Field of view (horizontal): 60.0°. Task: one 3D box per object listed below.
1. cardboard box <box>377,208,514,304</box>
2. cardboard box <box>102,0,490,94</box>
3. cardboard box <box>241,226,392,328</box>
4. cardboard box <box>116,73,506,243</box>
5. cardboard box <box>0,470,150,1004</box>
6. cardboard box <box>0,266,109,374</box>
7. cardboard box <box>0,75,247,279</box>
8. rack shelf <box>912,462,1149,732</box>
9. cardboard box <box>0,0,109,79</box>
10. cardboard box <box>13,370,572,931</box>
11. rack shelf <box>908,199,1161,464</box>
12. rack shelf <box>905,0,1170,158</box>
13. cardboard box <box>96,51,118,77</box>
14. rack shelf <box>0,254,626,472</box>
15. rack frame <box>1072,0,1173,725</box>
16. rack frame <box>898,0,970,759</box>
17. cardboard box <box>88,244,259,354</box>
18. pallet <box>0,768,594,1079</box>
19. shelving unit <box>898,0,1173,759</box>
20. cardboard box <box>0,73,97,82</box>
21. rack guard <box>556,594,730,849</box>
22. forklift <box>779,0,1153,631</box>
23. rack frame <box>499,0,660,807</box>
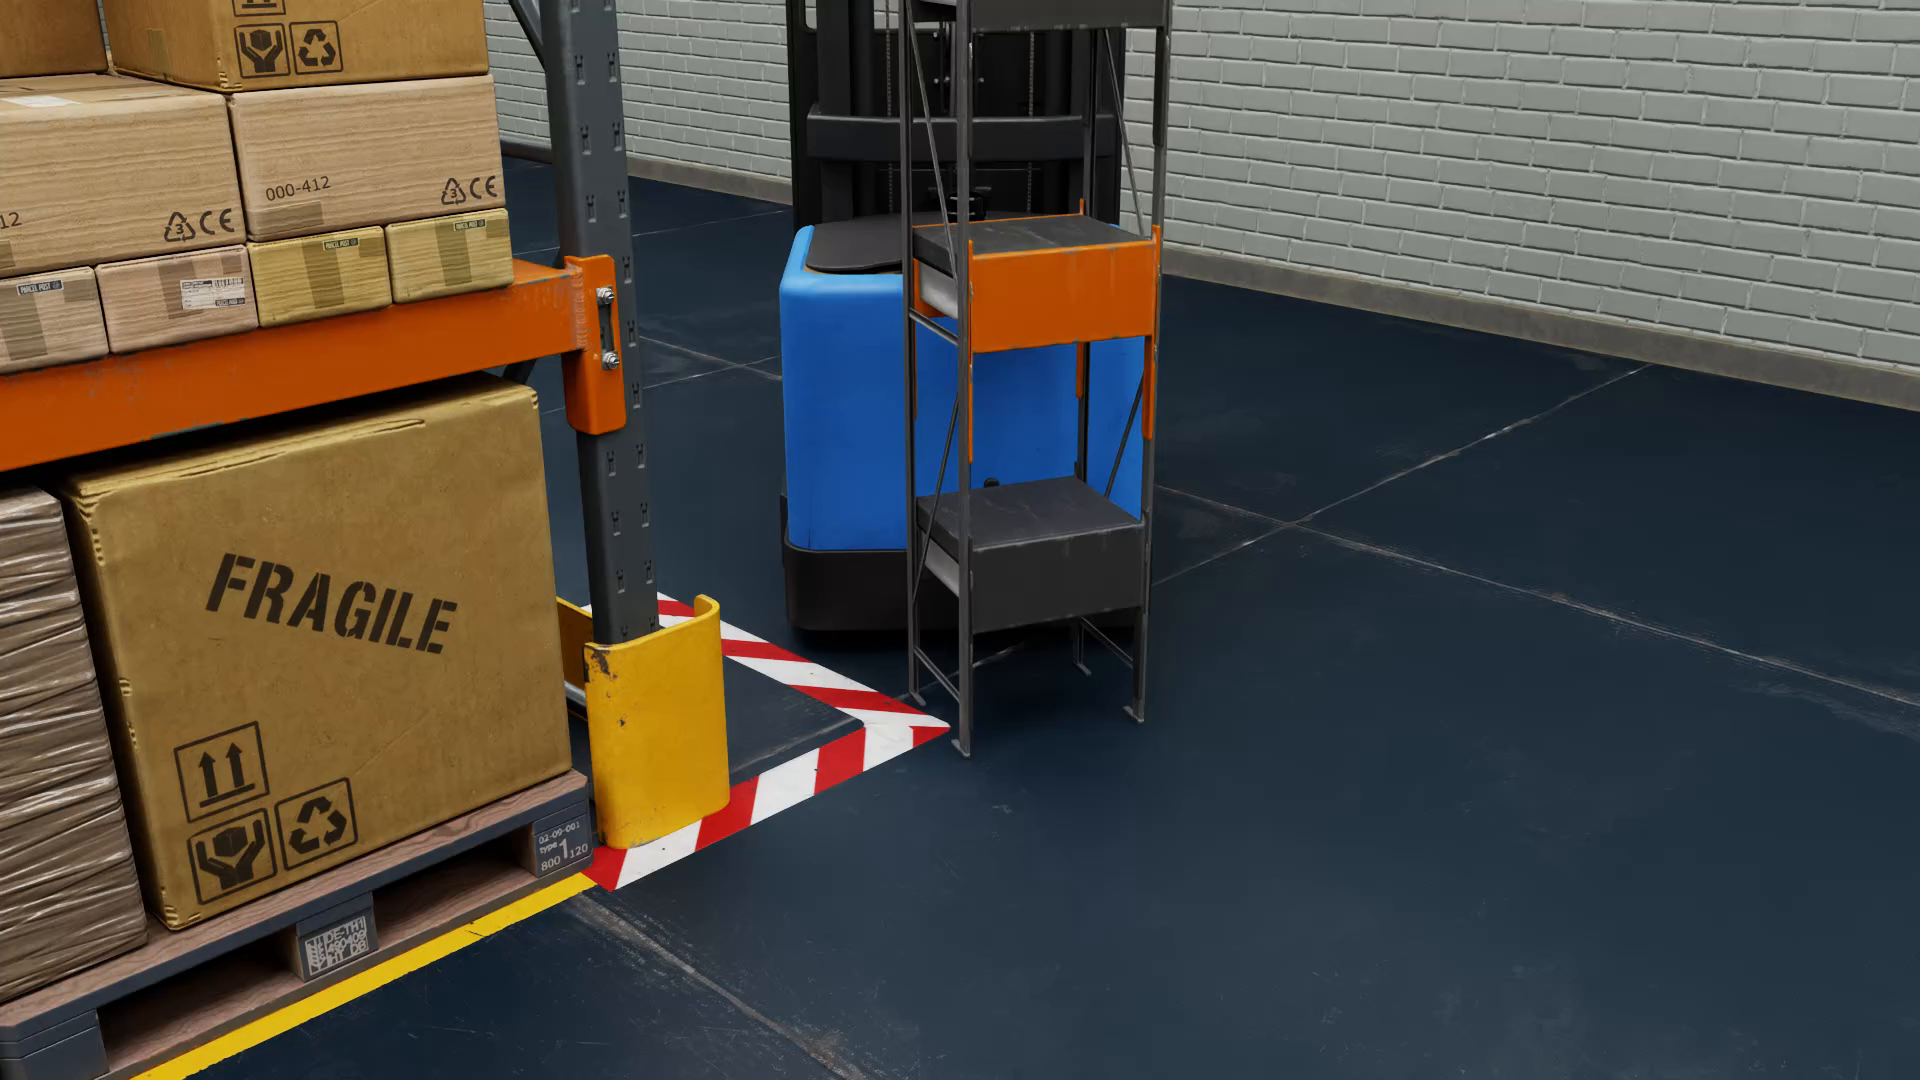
[{"bbox_3d":[-1.088,-0.585,3.265,0.250,0.149,0.380,-20,28,-41],"label":"cardboard box"},{"bbox_3d":[-1.227,-1.104,3.014,0.500,0.500,0.500,20,29,41],"label":"cardboard box"},{"bbox_3d":[-1.268,-0.517,3.090,0.380,0.149,0.250,20,28,41],"label":"cardboard box"},{"bbox_3d":[-1.224,-0.754,3.149,0.500,0.250,0.500,19,28,40],"label":"cardboard box"},{"bbox_3d":[-2.100,0.338,2.889,0.875,0.875,0.875,19,28,41],"label":"cardboard box"},{"bbox_3d":[-1.620,-0.389,2.756,0.250,0.149,0.380,-20,28,-41],"label":"cardboard box"},{"bbox_3d":[-1.578,-0.623,2.810,0.500,0.250,0.500,19,28,40],"label":"cardboard box"},{"bbox_3d":[0.169,0.133,4.289,0.480,0.518,0.431,-8,23,-20],"label":"rack shelf"},{"bbox_3d":[-1.953,-1.110,3.032,0.500,0.500,0.500,18,28,39],"label":"cardboard box"},{"bbox_3d":[-1.465,0.104,3.498,0.875,0.875,0.875,19,28,41],"label":"cardboard box"},{"bbox_3d":[0.166,-0.520,4.036,0.480,0.518,0.431,-8,23,-20],"label":"rack shelf"},{"bbox_3d":[0.164,-1.173,3.784,0.480,0.518,0.431,-8,23,-20],"label":"rack shelf"},{"bbox_3d":[-1.604,-0.889,3.501,0.500,0.250,0.500,18,28,39],"label":"cardboard box"},{"bbox_3d":[-2.471,-0.026,2.464,1.077,0.370,4.000,19,28,41],"label":"rack shelf"},{"bbox_3d":[0.393,-0.567,4.116,0.015,2.100,0.400,-8,23,-20],"label":"rack frame"},{"bbox_3d":[-0.060,-0.499,3.947,0.015,2.100,0.400,-8,23,-20],"label":"rack frame"},{"bbox_3d":[-1.445,-0.453,2.922,0.380,0.149,0.250,19,28,41],"label":"cardboard box"},{"bbox_3d":[-1.577,0.651,3.587,1.003,0.211,1.213,19,28,41],"label":"pallet"},{"bbox_3d":[0.166,-0.533,4.031,0.503,2.100,0.431,-8,23,-20],"label":"shelving unit"},{"bbox_3d":[-1.962,-0.754,3.149,0.500,0.250,0.500,19,28,40],"label":"cardboard box"},{"bbox_3d":[-1.059,0.285,4.137,1.175,0.500,0.348,19,28,41],"label":"rack guard"},{"bbox_3d":[-0.020,-1.591,5.629,1.130,2.935,3.031,-1,21,-2],"label":"forklift"},{"bbox_3d":[-1.076,-0.876,3.672,1.000,3.000,0.127,19,28,41],"label":"rack frame"}]
